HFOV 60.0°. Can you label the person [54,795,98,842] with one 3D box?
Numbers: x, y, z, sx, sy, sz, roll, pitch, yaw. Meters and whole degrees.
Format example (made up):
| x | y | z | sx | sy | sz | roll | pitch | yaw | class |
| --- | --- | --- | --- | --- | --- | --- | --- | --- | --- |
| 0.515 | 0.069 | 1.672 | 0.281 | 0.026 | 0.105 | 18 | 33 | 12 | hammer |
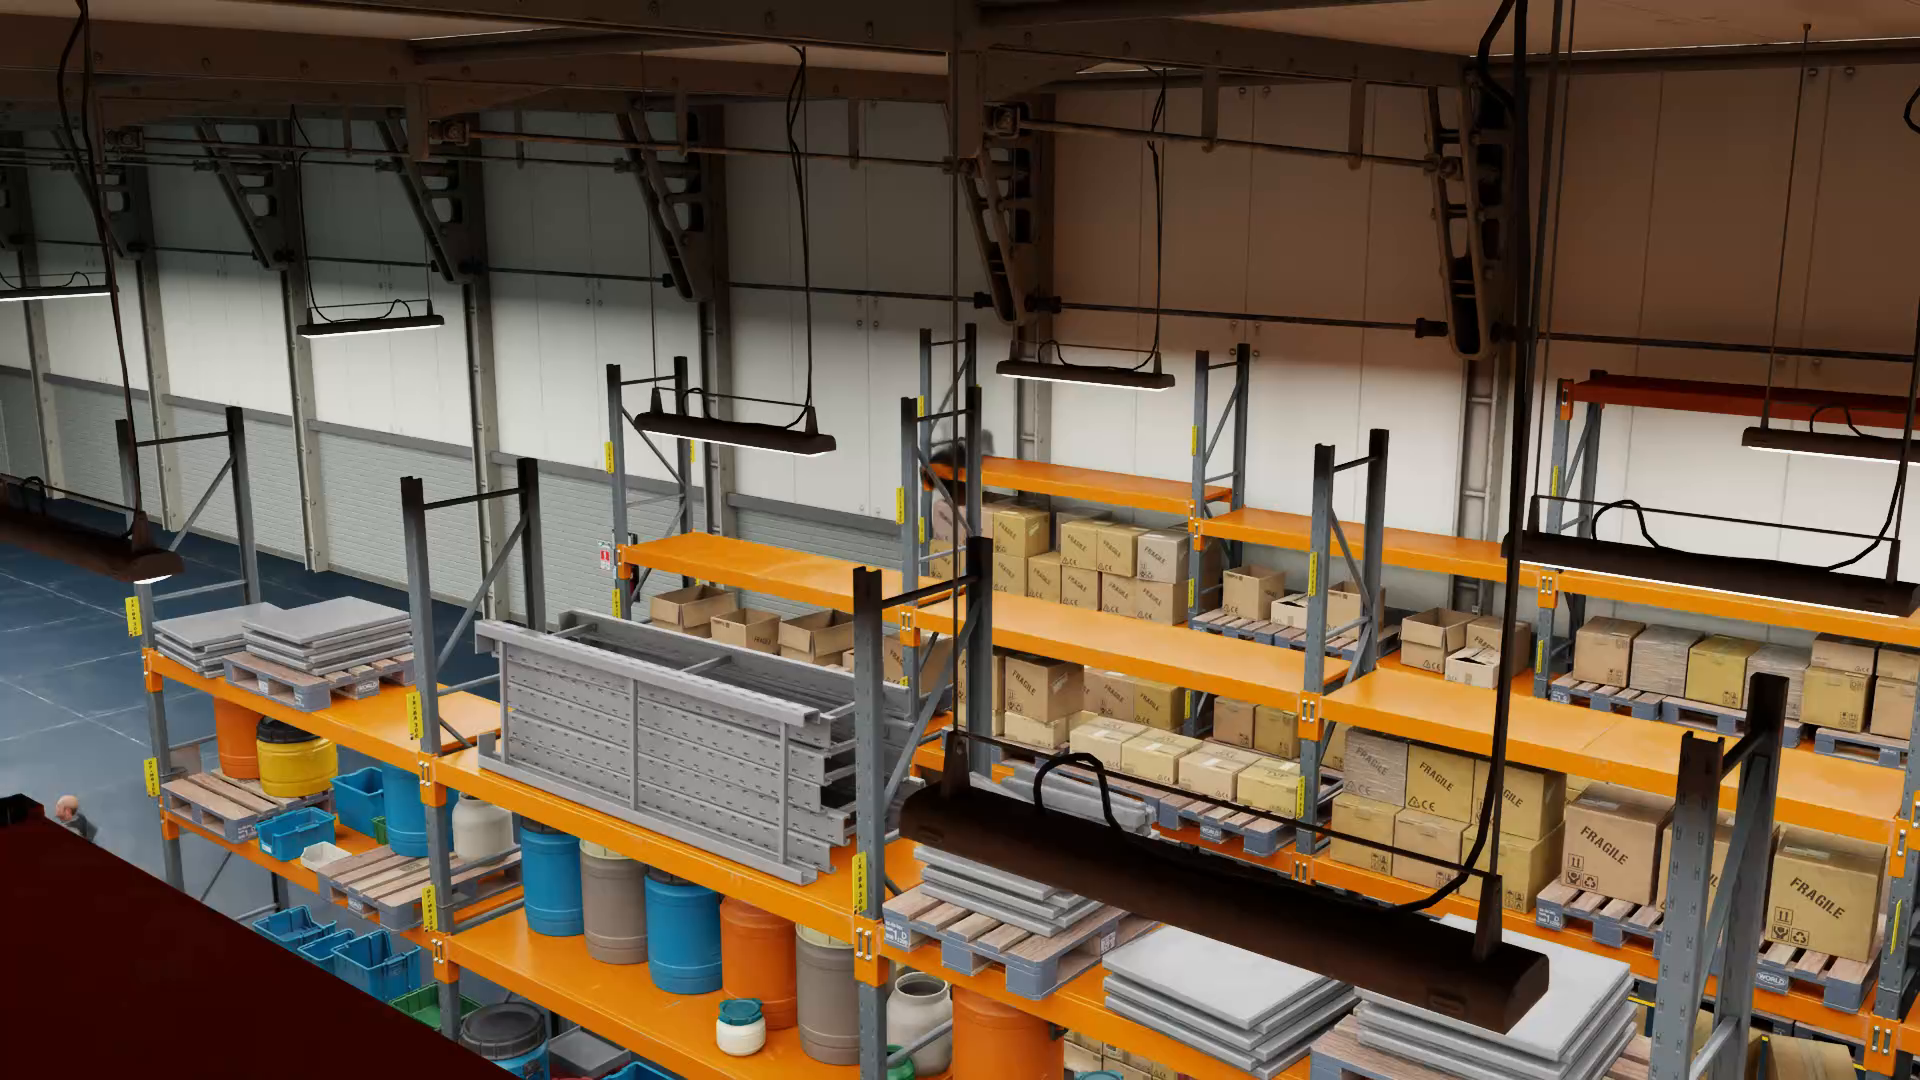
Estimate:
| x | y | z | sx | sy | sz | roll | pitch | yaw | class |
| --- | --- | --- | --- | --- | --- | --- | --- | --- | --- |
| -9.175 | 3.442 | 17.124 | 0.670 | 1.700 | 0.639 | -7 | 14 | -28 | person |
